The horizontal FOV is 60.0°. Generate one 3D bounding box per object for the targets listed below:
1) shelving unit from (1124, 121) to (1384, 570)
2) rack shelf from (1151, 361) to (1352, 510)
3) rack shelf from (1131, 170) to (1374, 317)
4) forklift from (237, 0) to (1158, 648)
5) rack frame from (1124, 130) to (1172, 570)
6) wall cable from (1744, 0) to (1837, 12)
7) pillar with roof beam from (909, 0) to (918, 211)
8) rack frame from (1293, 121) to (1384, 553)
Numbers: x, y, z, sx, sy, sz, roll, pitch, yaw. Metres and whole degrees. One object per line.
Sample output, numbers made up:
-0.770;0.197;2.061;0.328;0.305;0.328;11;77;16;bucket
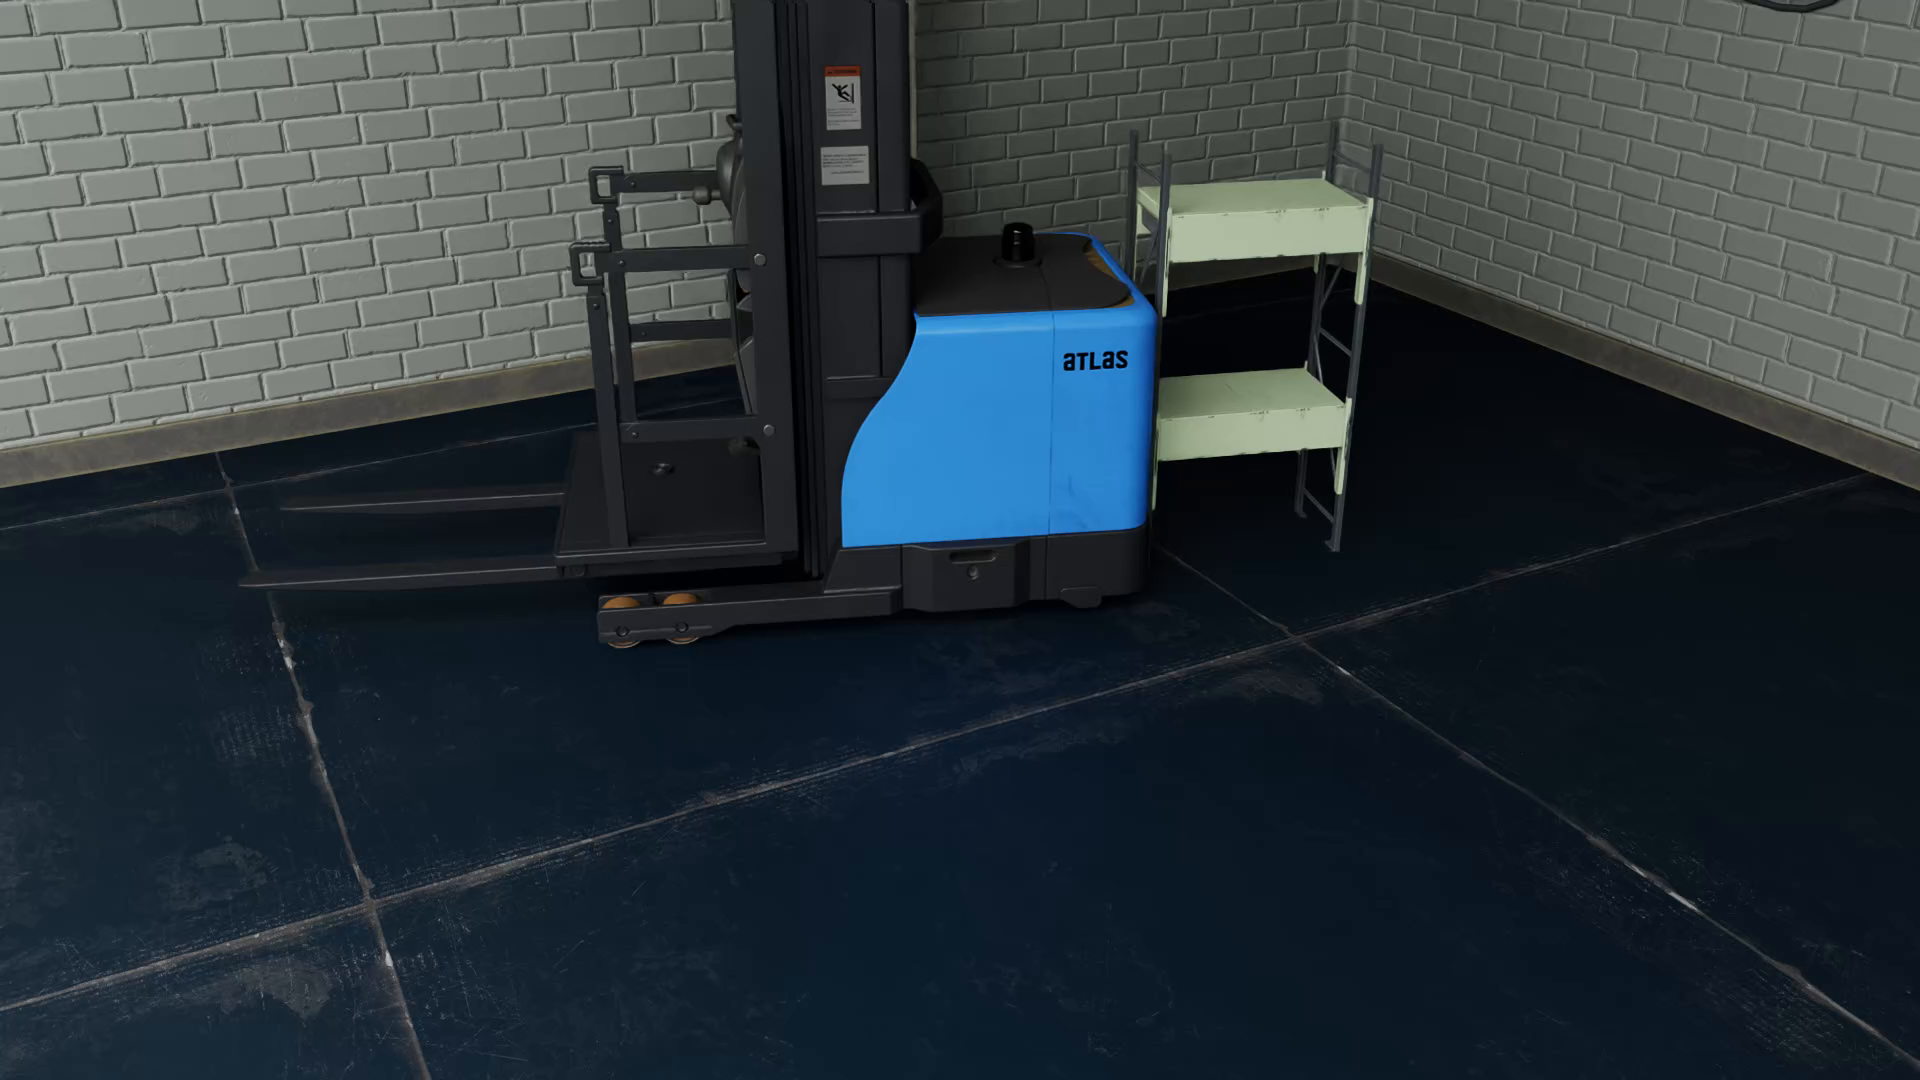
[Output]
0.995;-0.684;5.942;0.755;1.500;0.431;-5;26;-10;shelving unit
0.995;-0.390;6.083;0.720;0.370;0.431;-5;26;-10;rack shelf
0.995;-1.036;5.773;0.720;0.370;0.431;-5;26;-10;rack shelf
-0.908;-1.207;5.378;3.031;2.935;1.130;-4;26;-7;forklift
0.636;-0.653;5.877;0.023;1.500;0.400;-5;26;-10;rack frame
2.782;-3.690;7.127;0.112;2.526;3.097;-13;29;-25;wall cable
1.586;-3.351;2.832;0.400;9.000;9.100;-13;29;-25;pillar with roof beam
1.354;-0.715;6.006;0.023;1.500;0.400;-5;26;-10;rack frame
